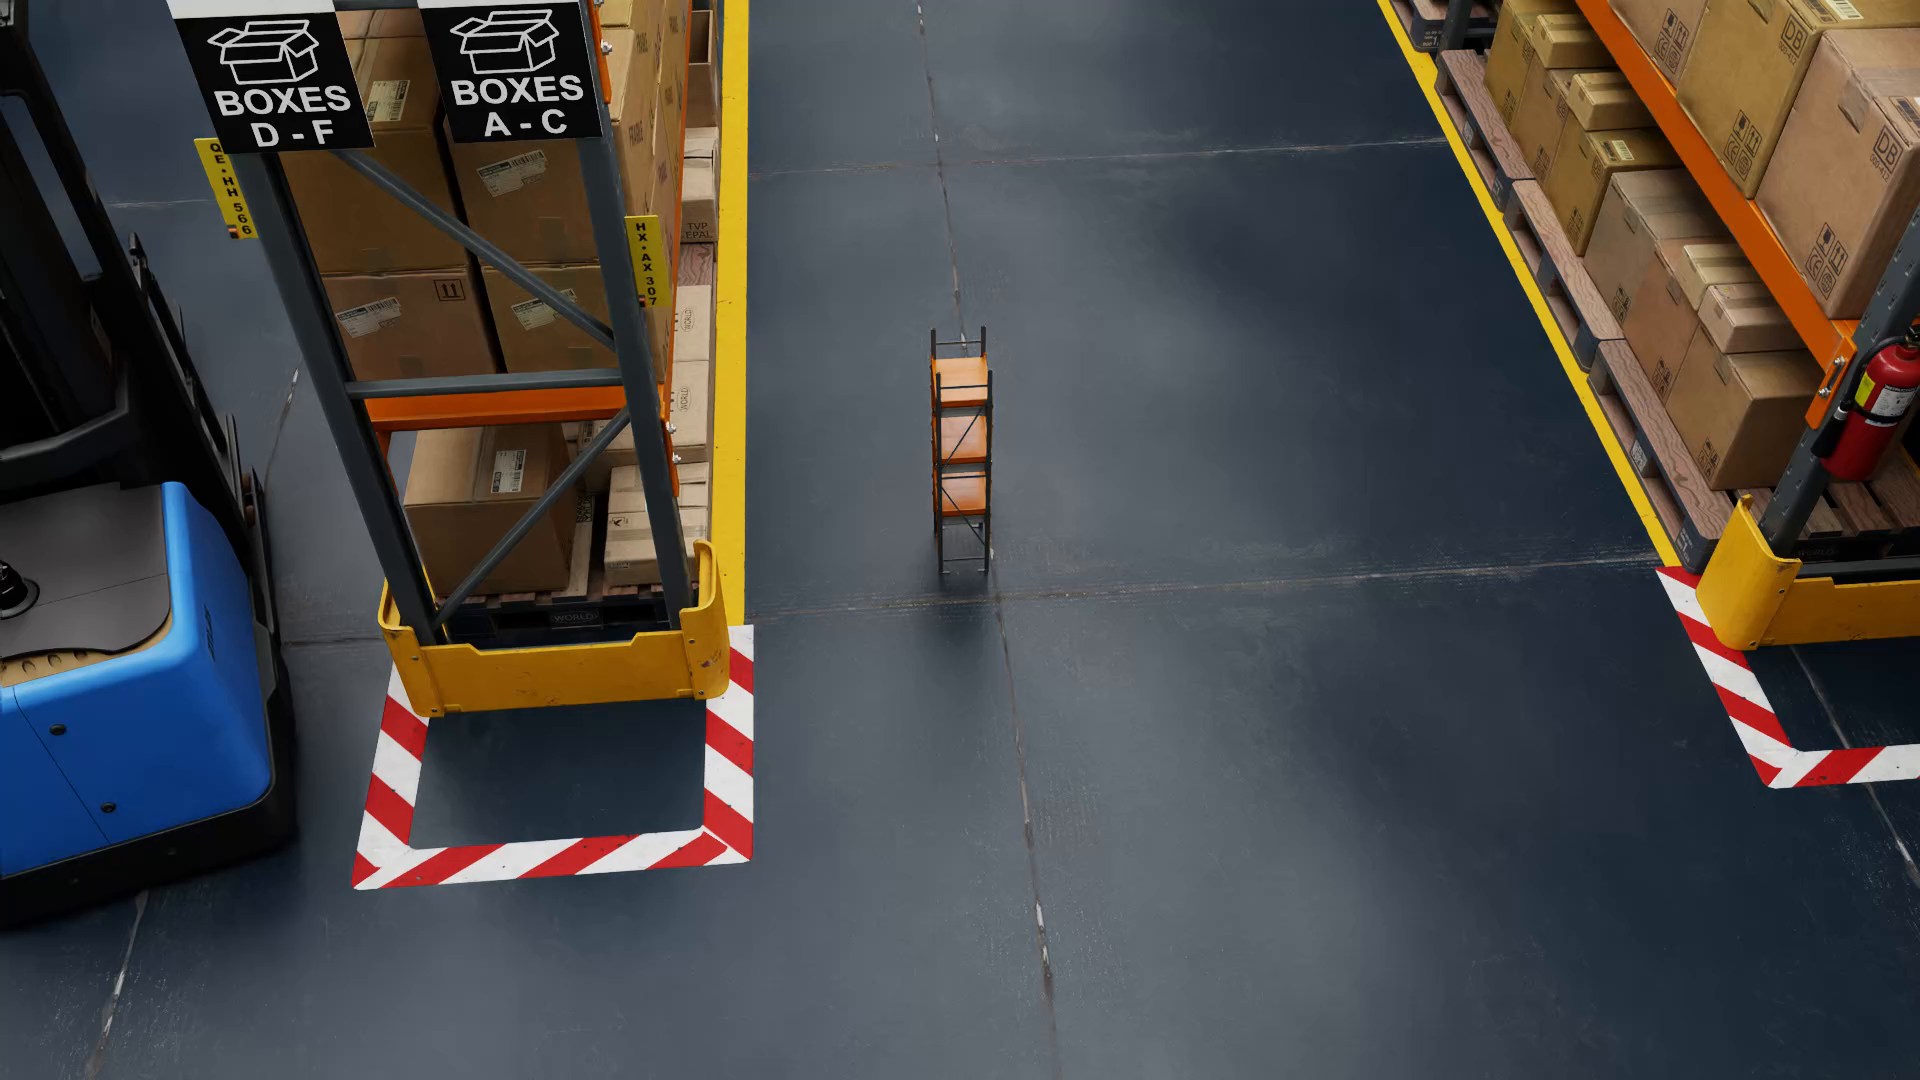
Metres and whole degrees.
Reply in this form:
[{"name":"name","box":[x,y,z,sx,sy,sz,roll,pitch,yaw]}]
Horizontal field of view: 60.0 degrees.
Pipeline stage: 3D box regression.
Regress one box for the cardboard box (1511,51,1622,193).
[{"name":"cardboard box","box":[3.148,-2.050,8.058,0.700,0.500,0.500,-4,47,-4]}]

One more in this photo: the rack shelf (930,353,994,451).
[{"name":"rack shelf","box":[0.004,-0.510,6.134,0.215,0.259,0.240,-3,47,-3]}]

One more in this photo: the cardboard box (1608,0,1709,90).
[{"name":"cardboard box","box":[3.304,-2.332,6.686,0.980,0.700,0.700,-6,47,-5]}]

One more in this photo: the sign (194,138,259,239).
[{"name":"sign","box":[-2.007,-0.966,4.584,0.100,0.325,0.005,-3,47,-3]}]

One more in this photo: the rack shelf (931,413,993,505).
[{"name":"rack shelf","box":[0.004,-0.315,6.340,0.215,0.259,0.240,-3,47,-3]}]

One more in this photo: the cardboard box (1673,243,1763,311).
[{"name":"cardboard box","box":[3.111,-1.057,6.671,0.380,0.149,0.250,-2,47,-2]}]

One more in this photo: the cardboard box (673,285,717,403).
[{"name":"cardboard box","box":[-1.299,-0.818,7.050,0.500,0.250,0.500,-3,47,-3]}]

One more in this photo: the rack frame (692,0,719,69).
[{"name":"rack frame","box":[-1.787,-3.373,7.878,1.000,3.000,0.127,-3,47,-3]}]

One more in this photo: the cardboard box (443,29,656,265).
[{"name":"cardboard box","box":[-1.227,-1.194,5.057,0.500,0.500,0.500,-2,47,-2]}]

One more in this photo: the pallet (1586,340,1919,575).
[{"name":"pallet","box":[3.339,-0.397,6.981,1.003,0.211,1.213,-3,47,-3]}]

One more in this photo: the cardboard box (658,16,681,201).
[{"name":"cardboard box","box":[-1.314,-1.586,6.117,0.500,0.500,0.500,-4,47,-3]}]

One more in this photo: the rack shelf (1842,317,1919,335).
[{"name":"rack shelf","box":[3.316,-2.049,6.986,0.919,0.124,3.809,-3,47,-3]}]

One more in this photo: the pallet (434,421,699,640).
[{"name":"pallet","box":[-1.526,-0.151,6.748,1.003,0.211,1.213,-3,47,-3]}]

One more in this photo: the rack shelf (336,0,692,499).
[{"name":"rack shelf","box":[-1.620,-1.678,6.769,1.077,0.370,4.000,-3,47,-3]}]

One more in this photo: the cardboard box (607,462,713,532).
[{"name":"cardboard box","box":[-1.166,-0.160,6.484,0.380,0.166,0.250,-3,47,-3]}]

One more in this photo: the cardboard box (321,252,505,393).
[{"name":"cardboard box","box":[-1.761,-0.820,5.392,0.500,0.500,0.500,-2,47,-2]}]

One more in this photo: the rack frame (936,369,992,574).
[{"name":"rack frame","box":[0.015,-0.234,6.249,0.200,1.050,0.008,-3,47,-3]}]

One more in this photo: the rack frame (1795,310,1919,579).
[{"name":"rack frame","box":[3.480,-0.782,5.425,0.949,2.616,0.053,-3,47,-3]}]

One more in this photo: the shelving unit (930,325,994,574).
[{"name":"shelving unit","box":[0.004,-0.322,6.332,0.215,1.050,0.252,-3,47,-3]}]

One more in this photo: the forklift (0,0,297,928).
[{"name":"forklift","box":[-3.293,-0.823,5.511,1.130,2.935,3.031,-16,49,-14]}]

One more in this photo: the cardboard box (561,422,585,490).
[{"name":"cardboard box","box":[-1.688,-0.332,6.647,0.380,0.166,0.250,-3,47,-3]}]

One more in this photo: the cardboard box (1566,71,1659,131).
[{"name":"cardboard box","box":[3.000,-2.000,7.564,0.380,0.149,0.250,-5,47,-4]}]

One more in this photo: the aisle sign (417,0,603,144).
[{"name":"aisle sign","box":[-1.154,-1.341,4.164,0.394,0.787,0.004,-3,47,-3]}]

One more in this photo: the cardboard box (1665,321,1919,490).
[{"name":"cardboard box","box":[3.325,-0.568,6.654,0.700,0.500,0.500,-3,47,-3]}]

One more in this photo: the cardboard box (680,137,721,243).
[{"name":"cardboard box","box":[-1.394,-1.662,7.807,0.500,0.311,0.500,-3,47,-3]}]

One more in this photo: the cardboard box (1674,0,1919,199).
[{"name":"cardboard box","box":[3.359,-1.780,6.163,0.980,0.700,0.700,-4,47,-4]}]

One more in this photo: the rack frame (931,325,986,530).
[{"name":"rack frame","box":[-0.006,-0.411,6.416,0.200,1.050,0.008,-3,47,-3]}]

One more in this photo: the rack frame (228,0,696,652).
[{"name":"rack frame","box":[-1.452,-0.479,5.137,1.000,3.000,0.127,-3,47,-3]}]

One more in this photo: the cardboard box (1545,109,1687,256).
[{"name":"cardboard box","box":[3.189,-1.679,7.706,0.700,0.500,0.500,-3,47,-2]}]

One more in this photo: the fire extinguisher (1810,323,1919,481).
[{"name":"fire extinguisher","box":[3.036,-0.490,5.459,0.296,0.674,0.183,-3,47,-3]}]

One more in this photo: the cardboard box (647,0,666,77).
[{"name":"cardboard box","box":[-1.315,-1.934,5.758,0.500,0.500,0.500,-3,47,-3]}]

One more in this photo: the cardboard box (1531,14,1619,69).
[{"name":"cardboard box","box":[2.956,-2.378,7.922,0.380,0.149,0.250,-2,47,-2]}]

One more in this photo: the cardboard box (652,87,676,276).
[{"name":"cardboard box","box":[-1.275,-1.223,5.773,0.500,0.500,0.500,-4,47,-4]}]

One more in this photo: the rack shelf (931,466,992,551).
[{"name":"rack shelf","box":[0.004,-0.124,6.542,0.215,0.259,0.240,-3,47,-3]}]

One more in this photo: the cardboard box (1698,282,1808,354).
[{"name":"cardboard box","box":[3.133,-0.872,6.496,0.380,0.149,0.250,-4,47,-4]}]

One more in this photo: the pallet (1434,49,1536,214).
[{"name":"pallet","box":[3.134,-2.163,8.653,1.003,0.211,1.213,-3,47,-3]}]

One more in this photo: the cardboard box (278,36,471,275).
[{"name":"cardboard box","box":[-1.764,-1.162,5.027,0.500,0.500,0.500,-4,47,-4]}]

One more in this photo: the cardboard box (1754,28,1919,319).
[{"name":"cardboard box","box":[3.431,-1.254,5.665,0.980,0.700,0.700,-2,47,-1]}]

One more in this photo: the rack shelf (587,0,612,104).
[{"name":"rack shelf","box":[-1.620,-2.710,5.680,1.077,0.370,4.000,-3,47,-3]}]

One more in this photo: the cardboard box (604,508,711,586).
[{"name":"cardboard box","box":[-1.145,0.027,6.319,0.380,0.149,0.250,-3,47,-3]}]

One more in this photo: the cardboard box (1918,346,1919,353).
[{"name":"cardboard box","box":[3.535,-0.712,6.344,0.380,0.149,0.250,-3,47,-3]}]

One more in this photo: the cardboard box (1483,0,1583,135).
[{"name":"cardboard box","box":[3.109,-2.414,8.403,0.700,0.500,0.500,-3,47,-3]}]

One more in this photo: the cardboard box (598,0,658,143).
[{"name":"cardboard box","box":[-1.278,-1.572,5.415,0.500,0.500,0.500,-3,47,-3]}]

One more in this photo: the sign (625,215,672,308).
[{"name":"sign","box":[-0.912,-0.809,4.854,0.100,0.325,0.005,-3,47,-3]}]

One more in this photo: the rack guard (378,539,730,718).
[{"name":"rack guard","box":[-1.459,0.326,6.097,1.175,0.500,0.348,-3,47,-3]}]
